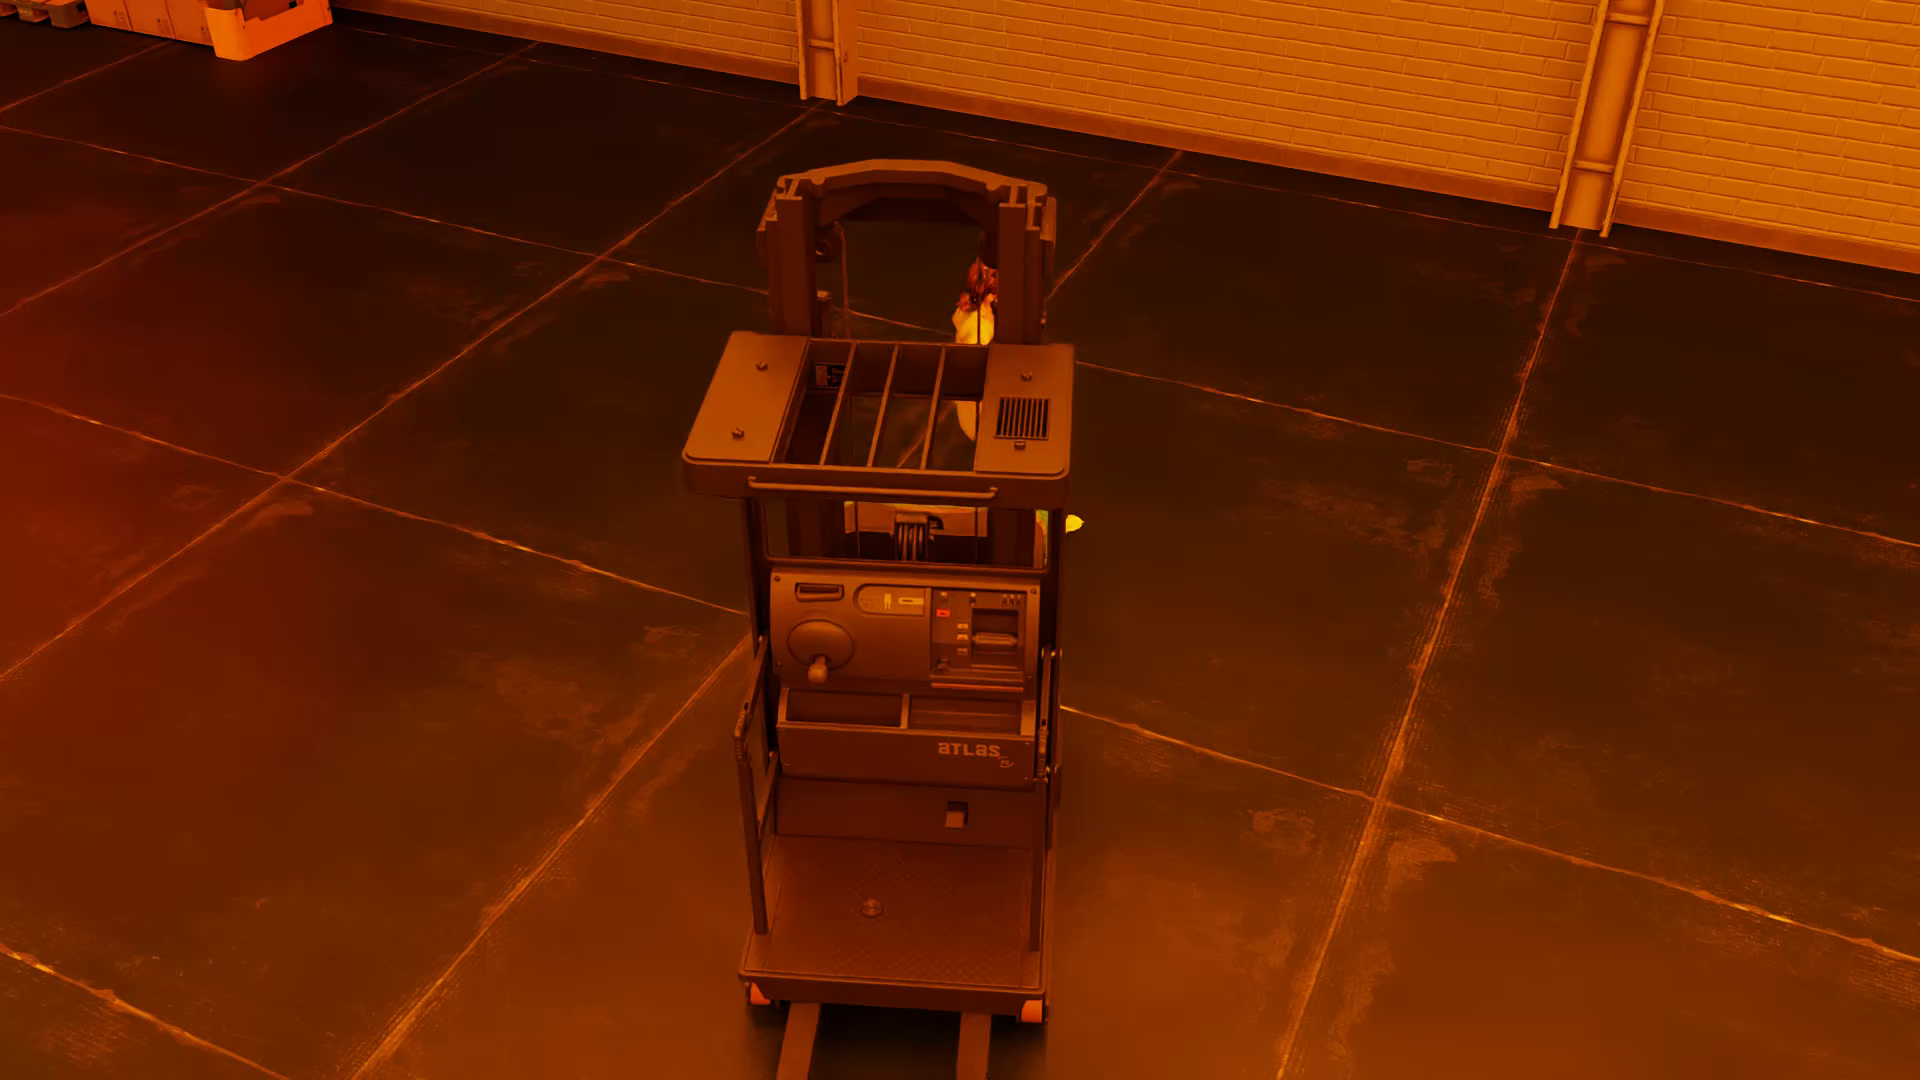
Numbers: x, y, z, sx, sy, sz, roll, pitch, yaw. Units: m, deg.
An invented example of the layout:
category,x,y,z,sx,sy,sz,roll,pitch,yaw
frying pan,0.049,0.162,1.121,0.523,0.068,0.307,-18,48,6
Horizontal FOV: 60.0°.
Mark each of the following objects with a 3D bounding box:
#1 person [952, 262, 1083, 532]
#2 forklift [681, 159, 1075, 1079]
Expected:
category,x,y,z,sx,sy,sz,roll,pitch,yaw
person,0.298,-0.656,8.188,0.681,1.564,0.902,0,35,0
forklift,-0.206,0.376,5.559,1.130,2.935,3.031,3,36,4
